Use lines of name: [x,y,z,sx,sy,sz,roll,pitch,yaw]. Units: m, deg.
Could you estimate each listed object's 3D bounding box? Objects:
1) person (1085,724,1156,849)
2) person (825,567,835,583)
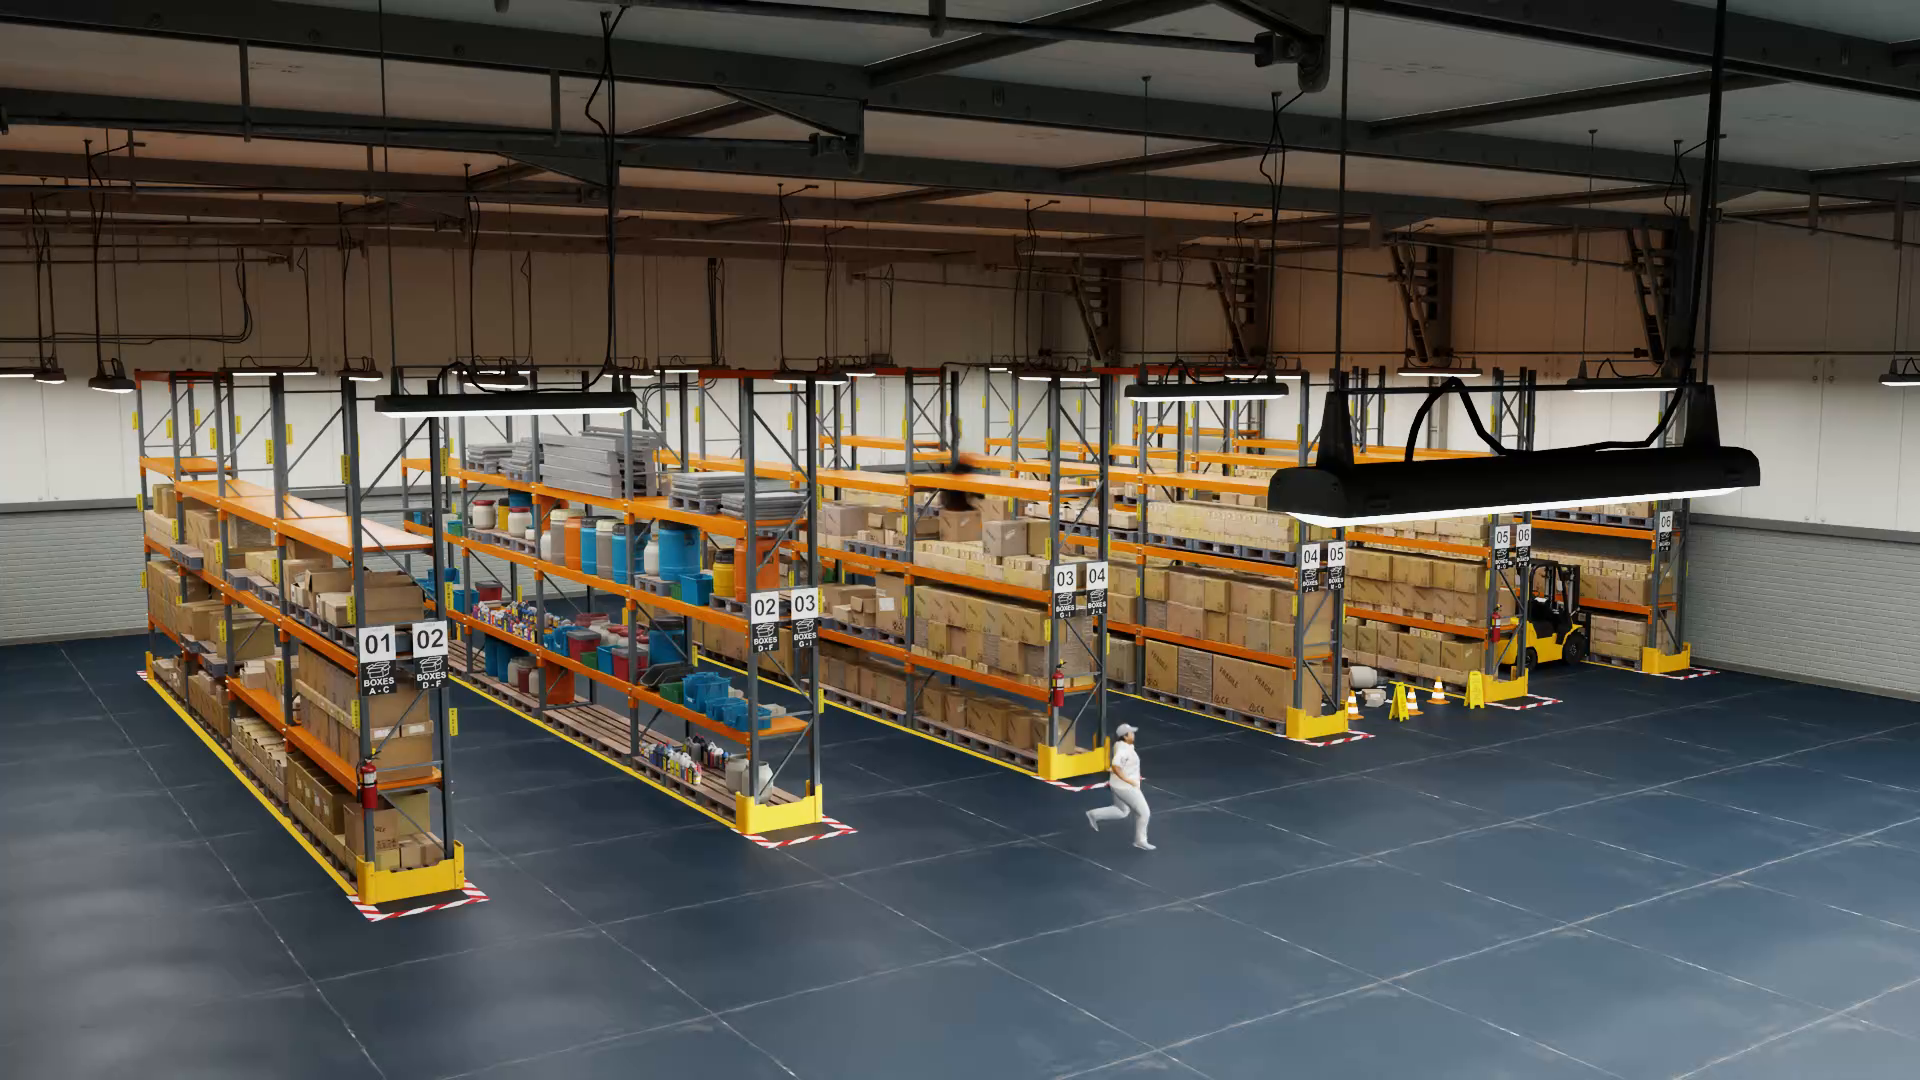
person: [2.065,3.158,21.236,0.893,1.651,0.596,-1,6,-6]
person: [-3.198,0.705,42.240,0.617,1.741,0.689,-4,7,-31]
